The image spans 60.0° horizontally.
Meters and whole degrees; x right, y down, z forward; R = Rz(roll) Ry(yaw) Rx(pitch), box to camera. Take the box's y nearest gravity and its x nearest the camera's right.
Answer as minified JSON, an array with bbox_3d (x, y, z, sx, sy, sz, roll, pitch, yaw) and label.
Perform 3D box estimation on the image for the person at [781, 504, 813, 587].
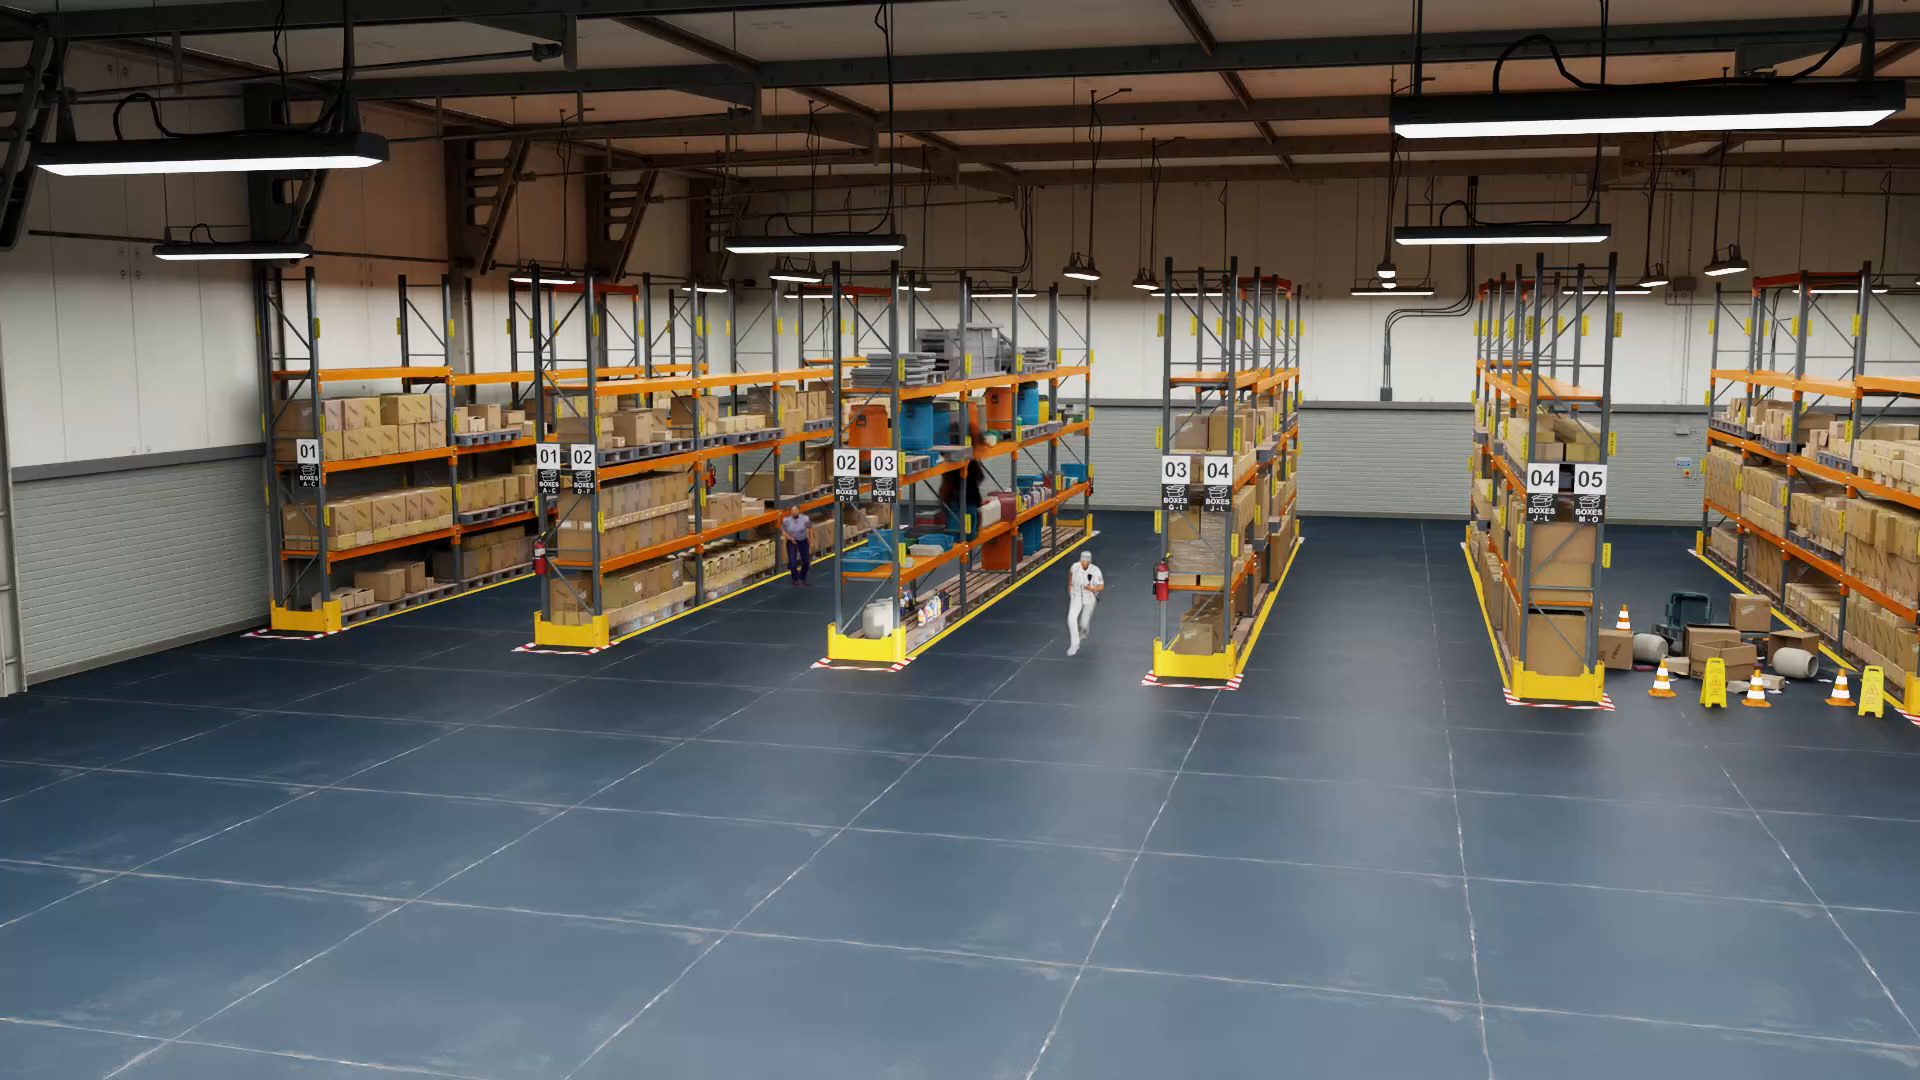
[{"bbox_3d":[-2.981,0.154,30.495,0.593,1.478,0.707,-1,7,-8],"label":"person"}]

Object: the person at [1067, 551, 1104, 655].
[{"bbox_3d":[1.908,0.906,25.176,0.607,1.560,1.001,2,7,13],"label":"person"}]
